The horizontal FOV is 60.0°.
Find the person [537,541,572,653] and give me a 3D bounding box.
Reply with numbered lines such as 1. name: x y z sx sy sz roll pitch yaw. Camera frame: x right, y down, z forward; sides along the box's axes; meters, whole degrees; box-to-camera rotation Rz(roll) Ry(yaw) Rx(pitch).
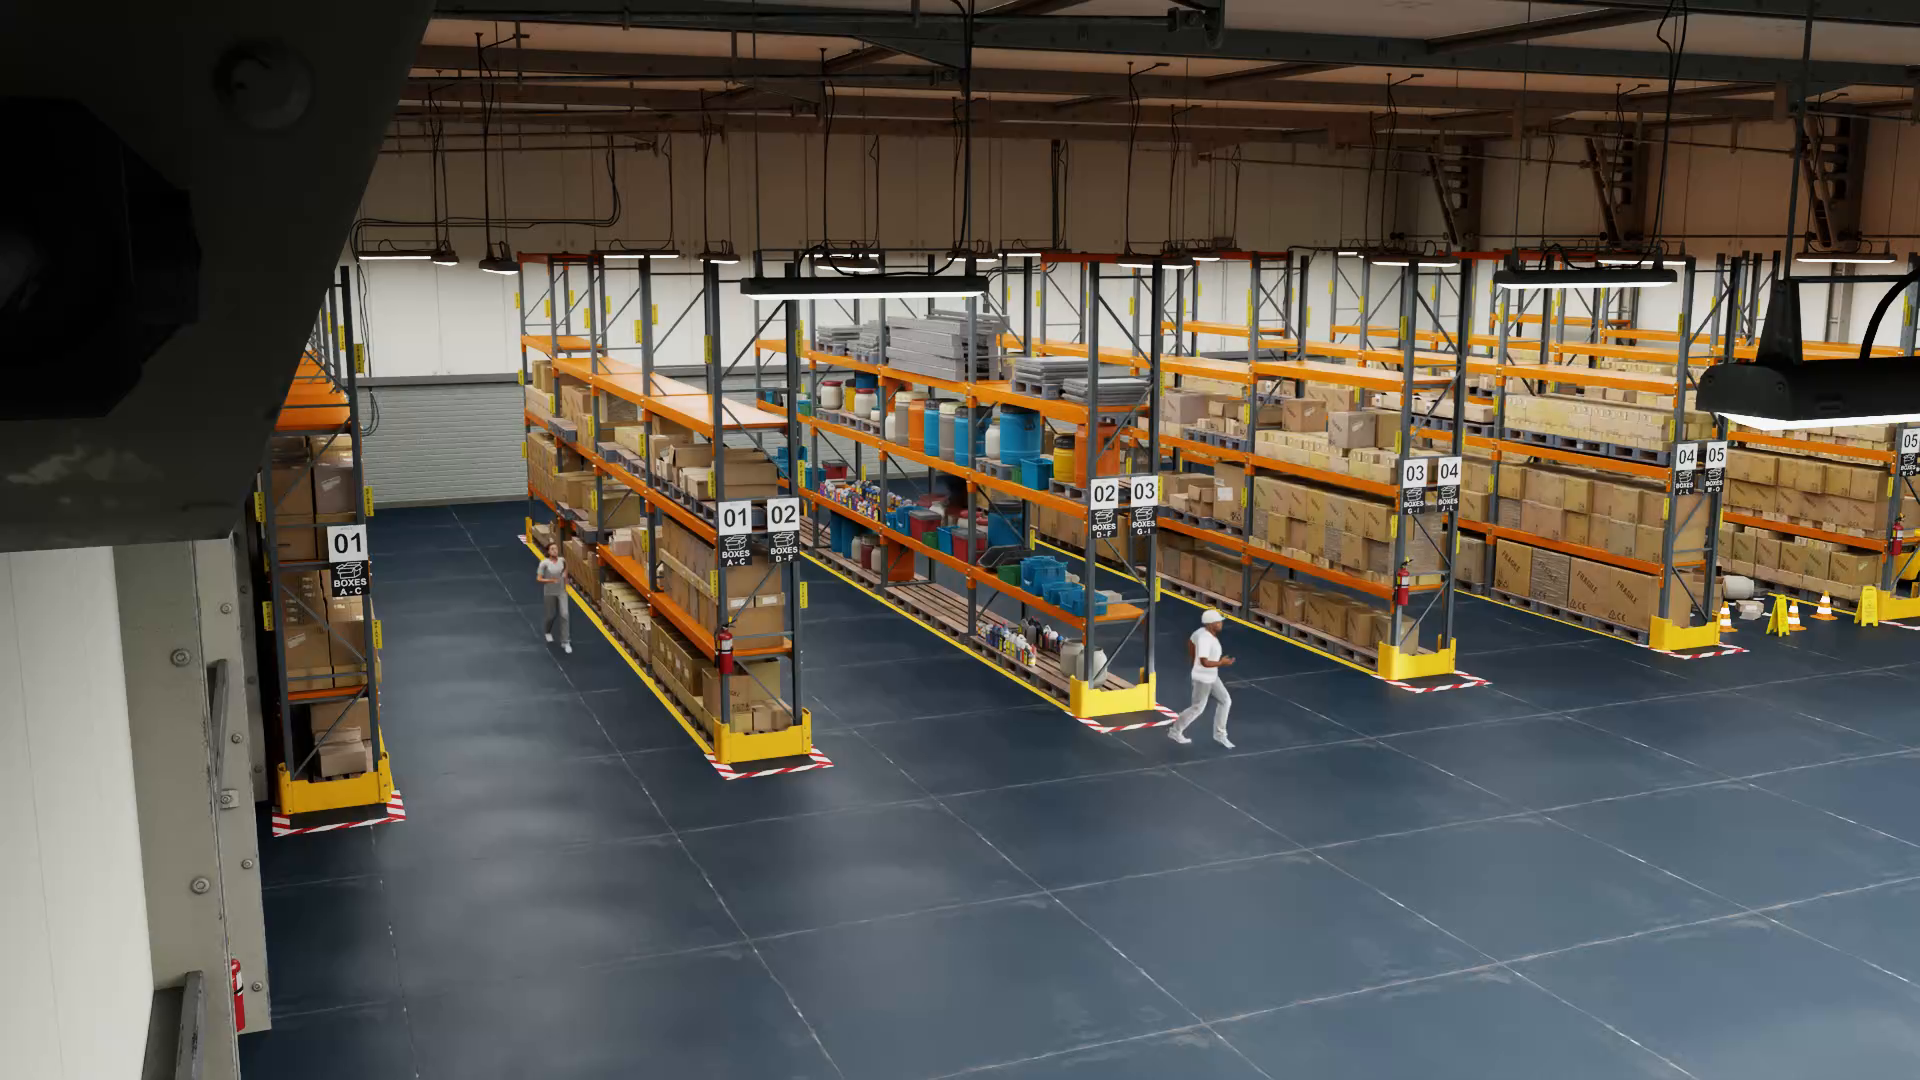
1. person: -6.246 0.846 25.638 0.565 1.673 0.951 -7 12 -32

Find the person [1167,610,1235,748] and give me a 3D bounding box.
1. person: 3.021 1.744 20.710 0.826 1.792 0.720 3 11 16
